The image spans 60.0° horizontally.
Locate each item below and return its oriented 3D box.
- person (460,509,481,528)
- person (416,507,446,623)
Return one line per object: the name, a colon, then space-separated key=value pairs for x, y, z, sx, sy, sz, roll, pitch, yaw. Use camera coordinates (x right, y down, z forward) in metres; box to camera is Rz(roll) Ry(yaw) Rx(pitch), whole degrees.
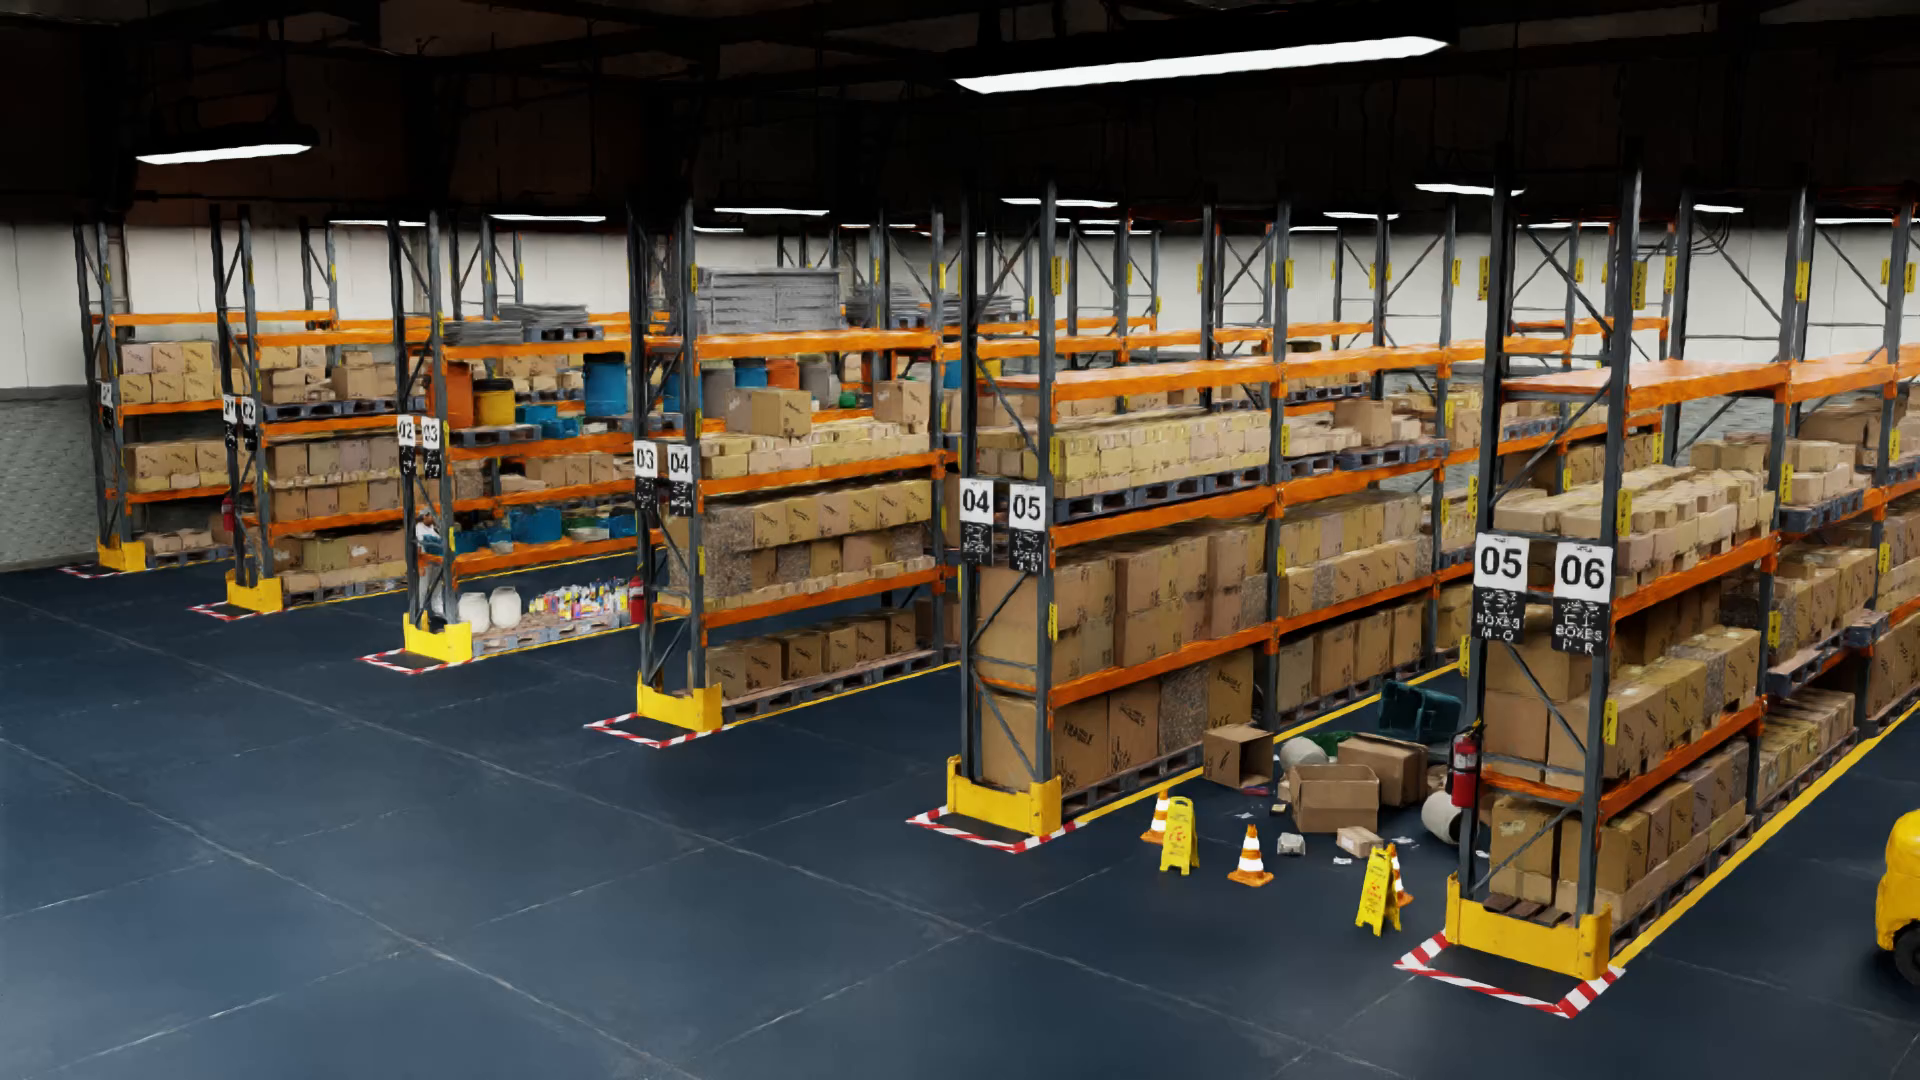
person: x=-9.097 y=-0.717 z=30.951 sx=0.566 sy=1.540 sz=0.516 roll=8 pitch=12 yaw=38
person: x=-7.701 y=0.345 z=24.118 sx=0.443 sy=1.666 sz=0.526 roll=2 pitch=10 yaw=10
